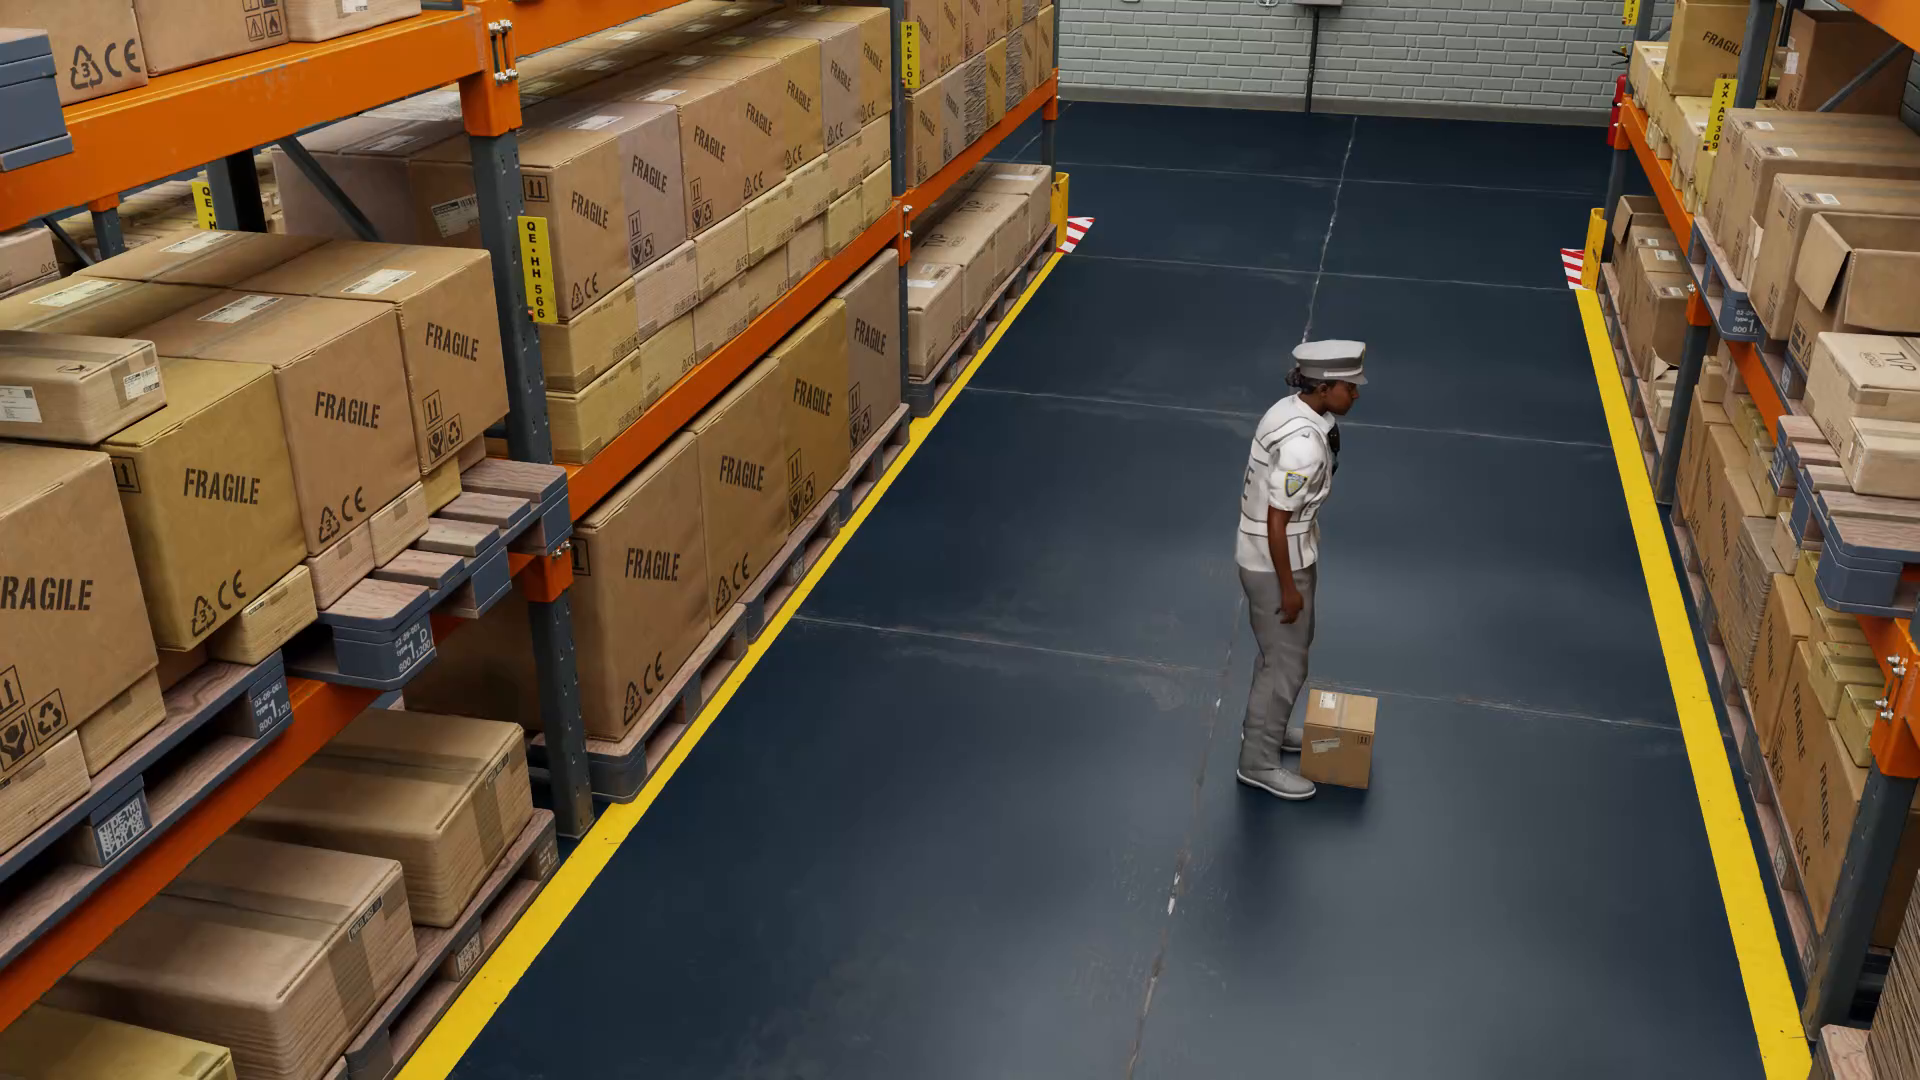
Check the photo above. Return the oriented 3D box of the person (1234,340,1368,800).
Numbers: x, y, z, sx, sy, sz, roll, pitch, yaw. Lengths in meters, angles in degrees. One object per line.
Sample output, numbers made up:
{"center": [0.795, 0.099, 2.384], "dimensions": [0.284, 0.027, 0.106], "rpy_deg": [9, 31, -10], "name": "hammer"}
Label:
{"center": [1.176, 0.088, 5.929], "dimensions": [0.397, 1.656, 0.503], "rpy_deg": [6, 26, 13], "name": "person"}
